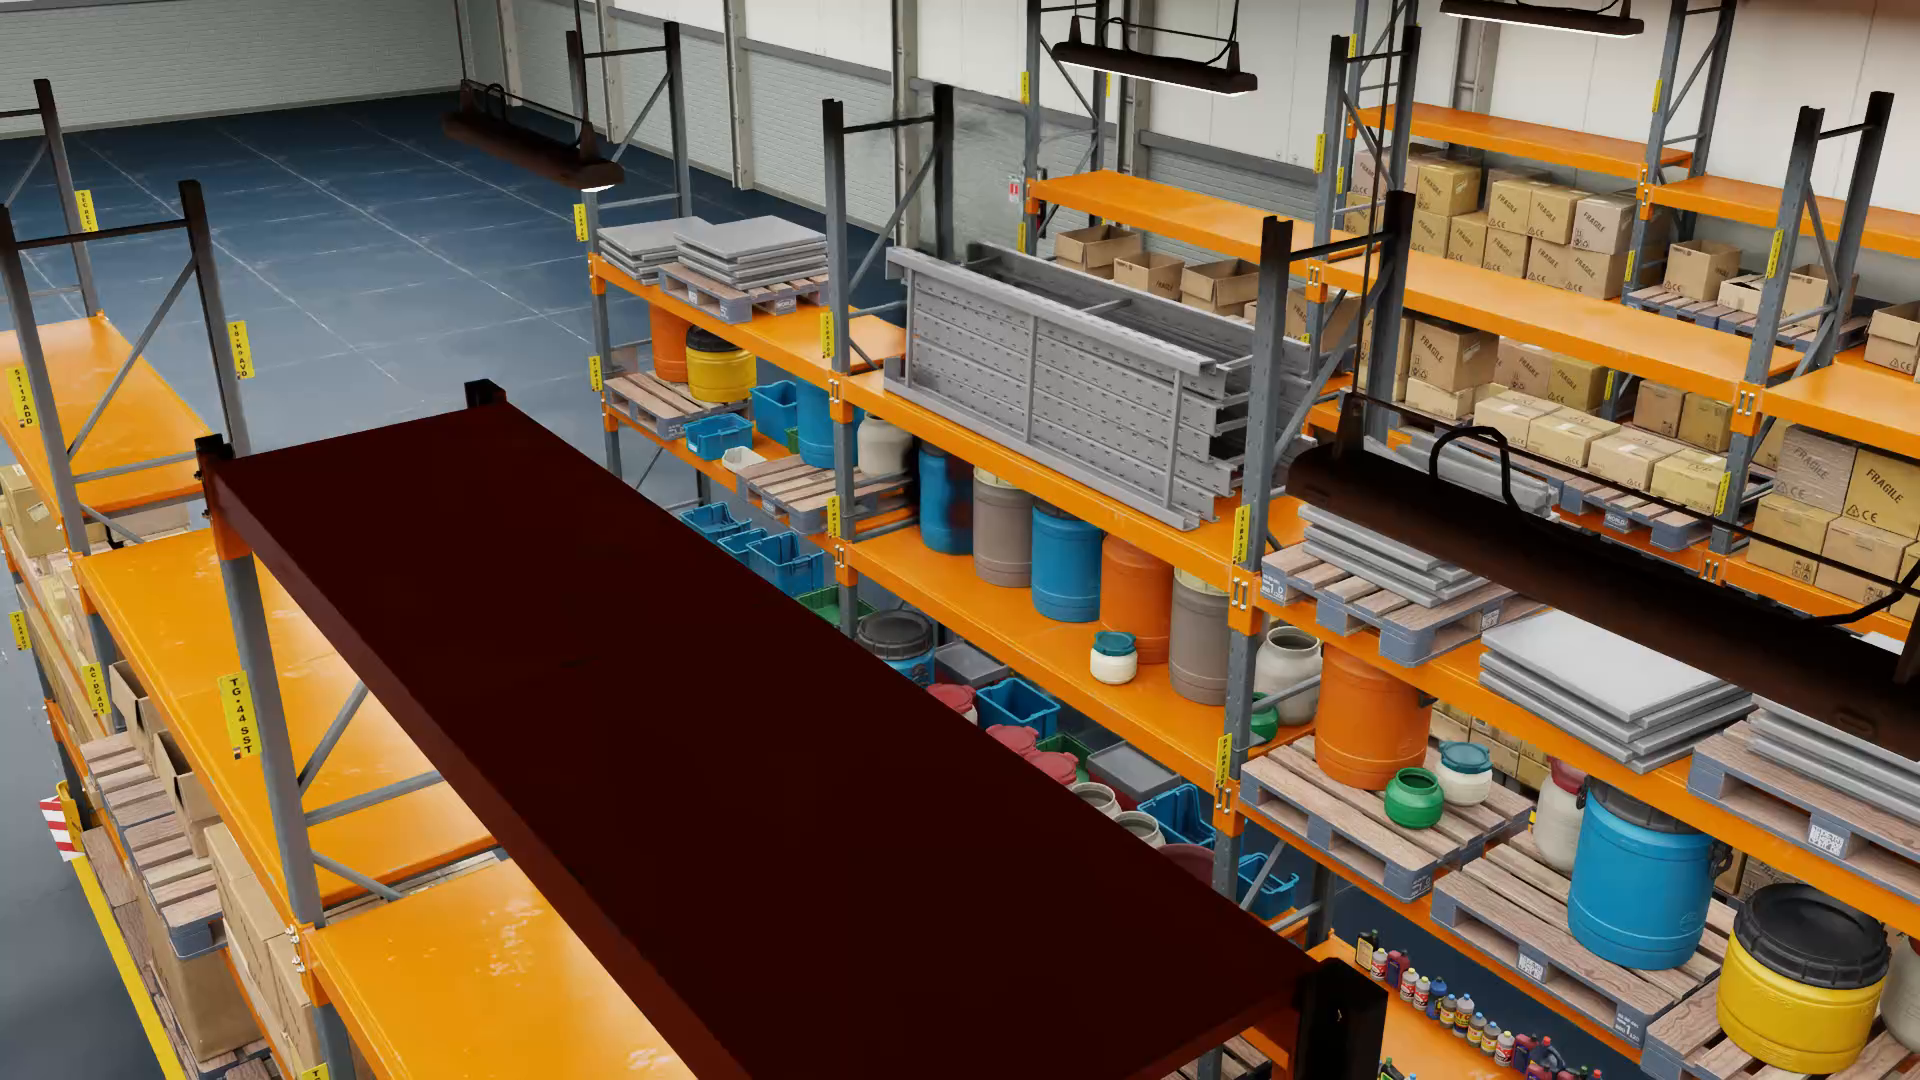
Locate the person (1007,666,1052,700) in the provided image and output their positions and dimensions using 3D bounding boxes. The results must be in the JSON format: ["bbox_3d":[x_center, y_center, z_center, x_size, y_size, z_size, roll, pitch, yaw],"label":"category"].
[{"bbox_3d":[0.543,0.702,15.393,0.729,1.790,0.840,-22,33,-39],"label":"person"}]

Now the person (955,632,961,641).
[{"bbox_3d":[-0.035,0.653,15.503,0.573,1.696,0.859,-13,28,-26],"label":"person"}]
